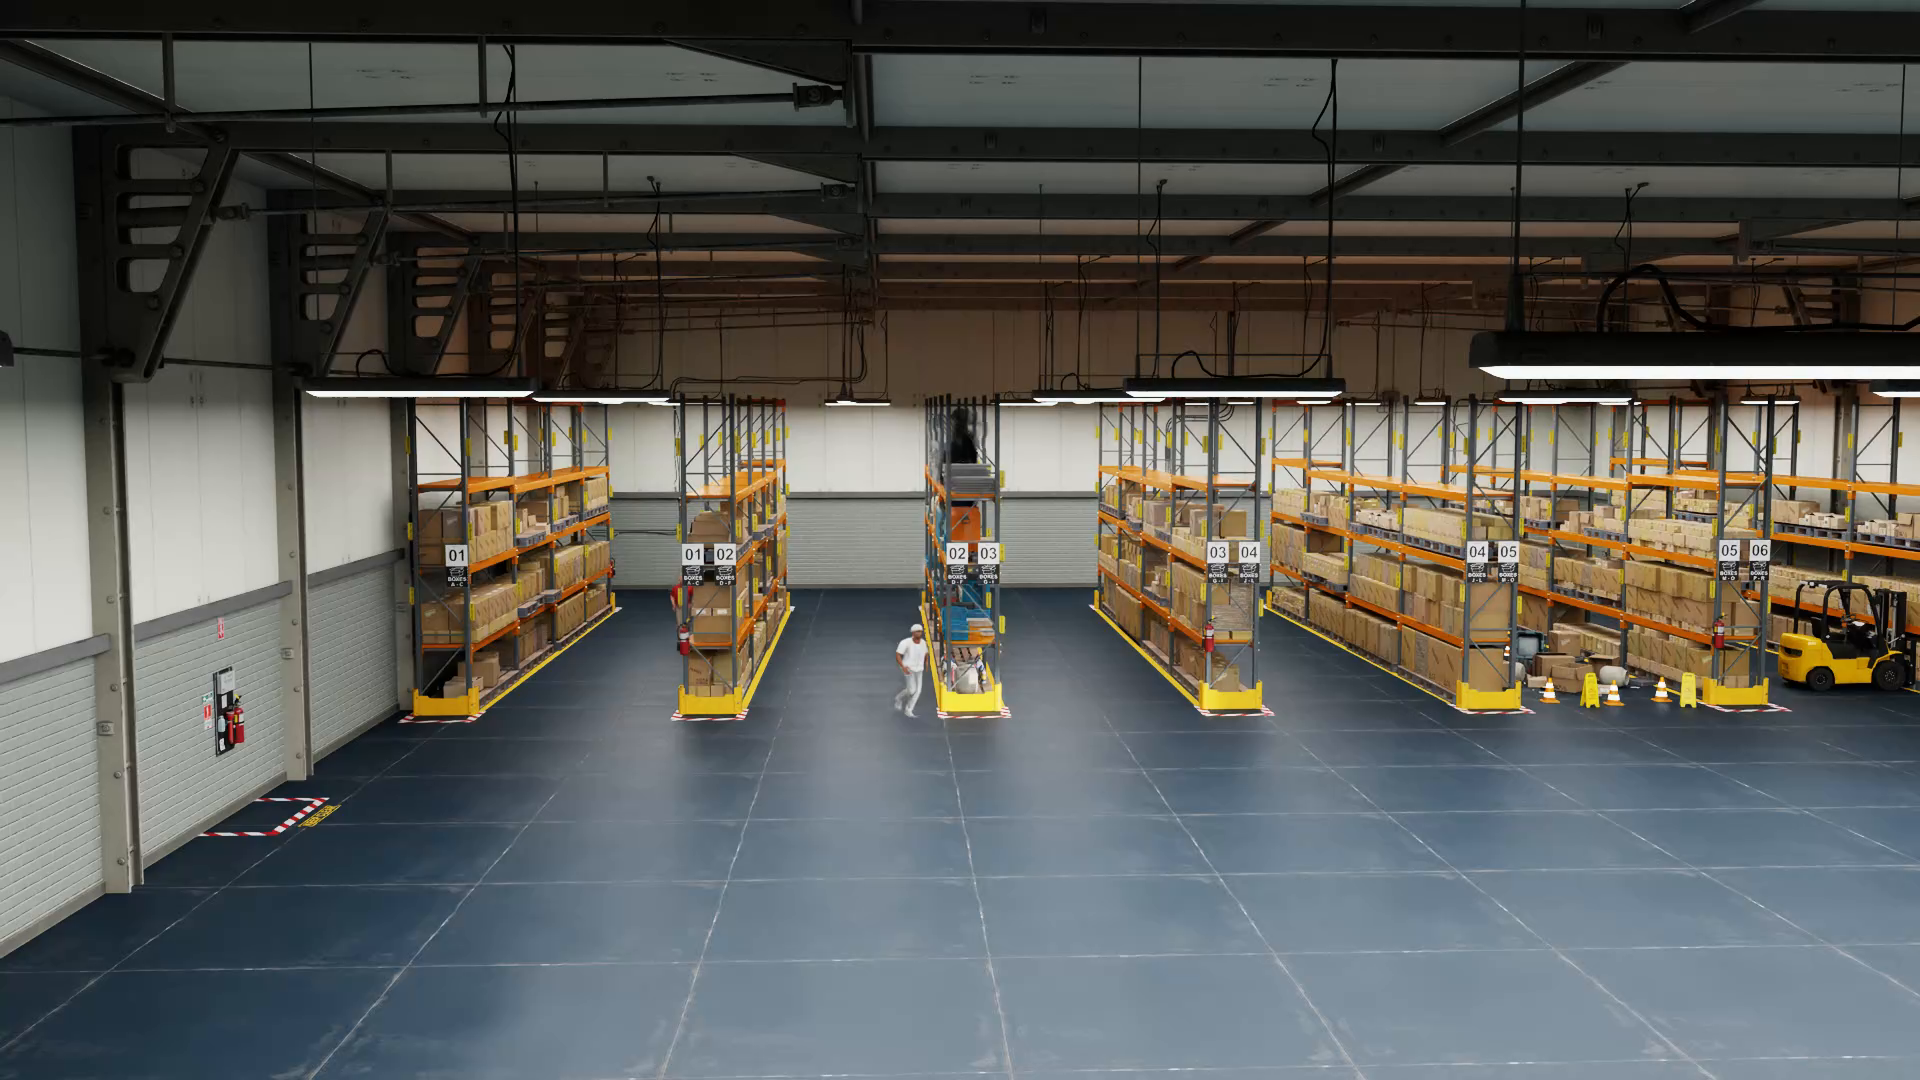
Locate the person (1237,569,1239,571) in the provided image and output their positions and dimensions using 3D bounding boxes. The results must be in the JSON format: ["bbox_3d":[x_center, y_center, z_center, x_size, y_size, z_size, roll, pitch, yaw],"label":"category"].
[{"bbox_3d":[7.939,1.296,46.673,0.539,1.545,0.809,-1,5,-15],"label":"person"}]

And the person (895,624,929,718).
[{"bbox_3d":[-0.889,2.407,31.076,0.716,1.679,0.575,-3,6,-38],"label":"person"}]

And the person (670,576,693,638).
[{"bbox_3d":[-6.656,1.750,40.120,0.658,1.674,0.786,0,5,-2],"label":"person"}]
